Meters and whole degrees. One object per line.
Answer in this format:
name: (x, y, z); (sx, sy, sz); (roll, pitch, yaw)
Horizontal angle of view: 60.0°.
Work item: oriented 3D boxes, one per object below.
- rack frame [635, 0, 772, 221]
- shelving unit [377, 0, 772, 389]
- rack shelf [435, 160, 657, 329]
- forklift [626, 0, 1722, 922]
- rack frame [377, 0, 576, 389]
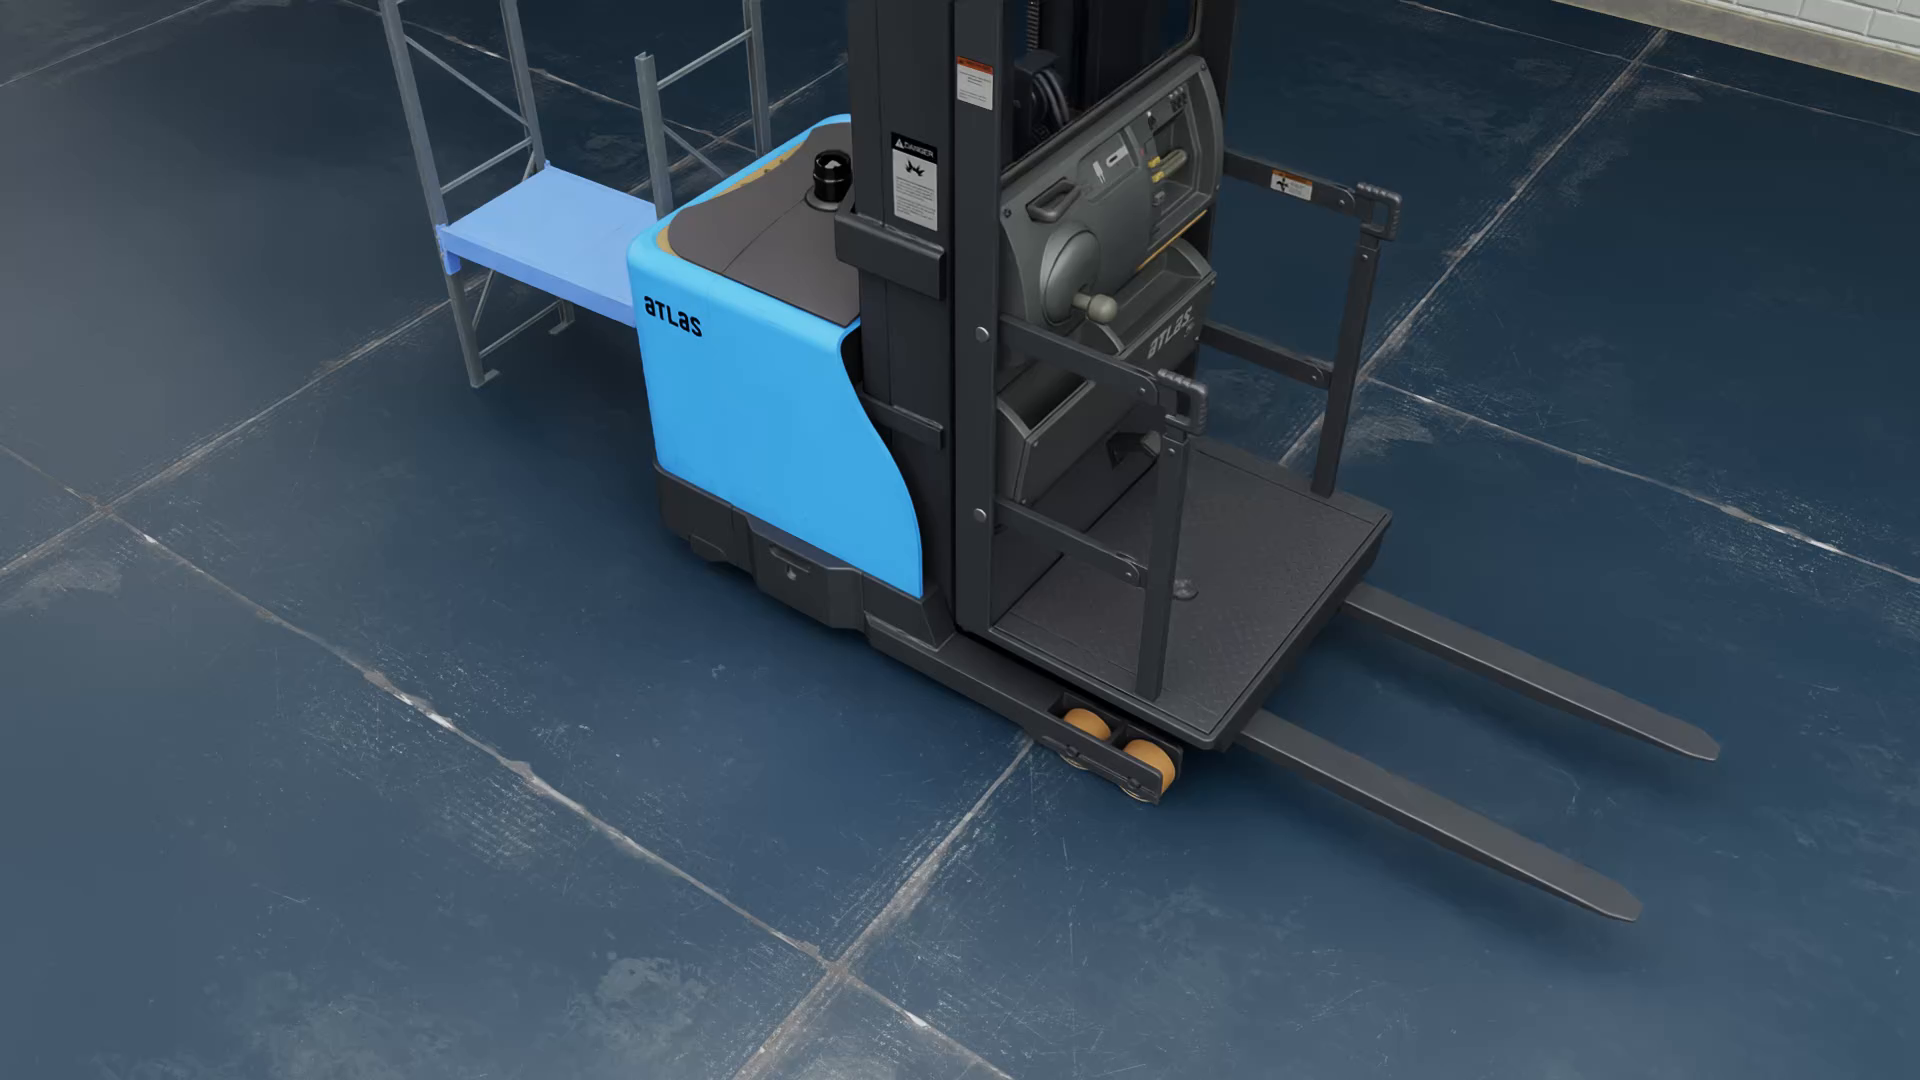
rack frame: (-0.721, -0.863, 5.090); (0.032, 1.500, 0.500); (24, 47, 24)
shelving unit: (-1.147, -1.049, 5.297); (1.048, 1.500, 0.538); (24, 47, 24)
rack shelf: (-1.147, -0.915, 5.417); (1.000, 0.185, 0.538); (24, 47, 24)
forklift: (0.555, -0.797, 3.943); (3.031, 2.935, 1.130); (26, 48, 26)
rack frame: (-1.572, -1.234, 5.504); (0.032, 1.500, 0.500); (24, 47, 24)
